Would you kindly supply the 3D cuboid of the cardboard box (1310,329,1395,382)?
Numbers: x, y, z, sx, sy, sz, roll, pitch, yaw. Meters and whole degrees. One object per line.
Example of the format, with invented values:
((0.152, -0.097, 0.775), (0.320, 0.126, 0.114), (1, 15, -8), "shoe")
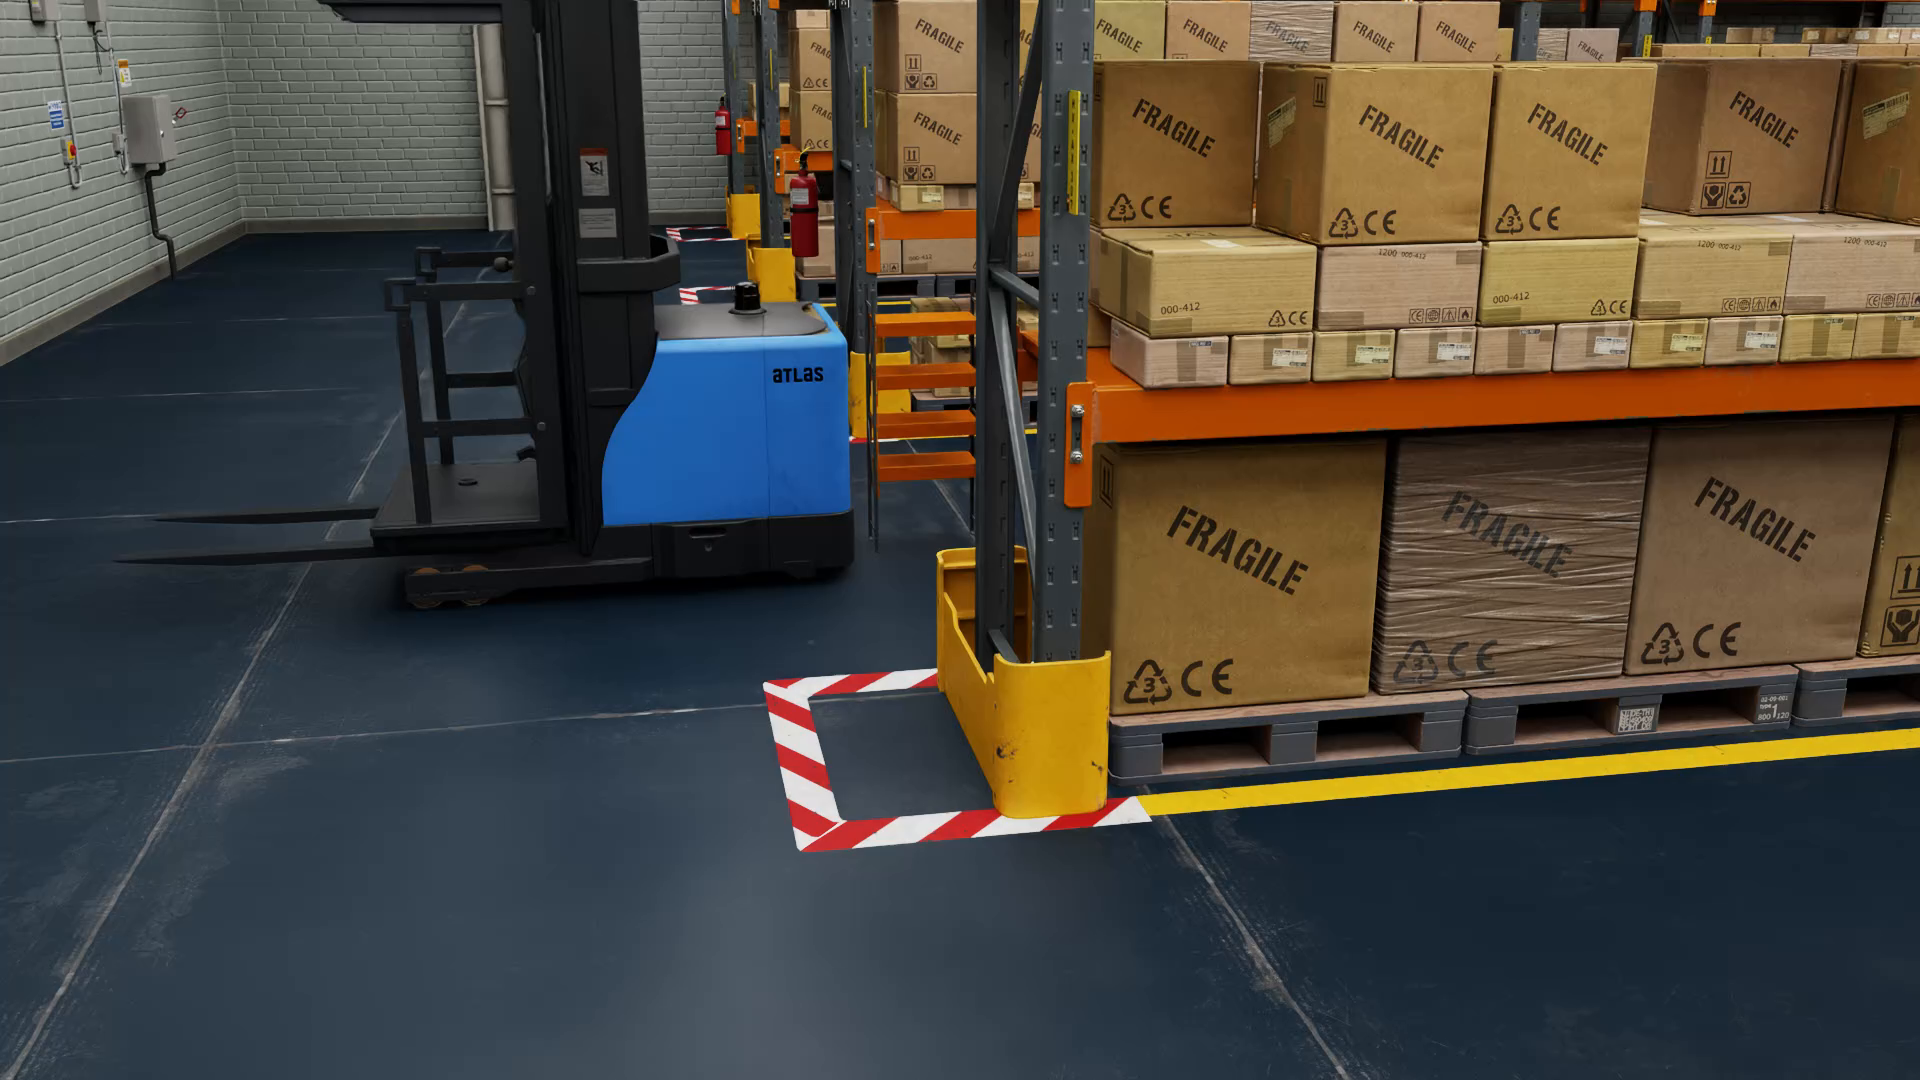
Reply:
((1.123, -0.595, 5.070), (0.250, 0.149, 0.380), (-4, 17, -12), "cardboard box")

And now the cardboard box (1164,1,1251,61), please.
((1.367, -2.896, 9.751), (0.500, 0.500, 0.500), (-4, 17, -12), "cardboard box")

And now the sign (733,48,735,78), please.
((-2.513, -5.307, 18.506), (0.005, 0.325, 0.100), (-3, 17, -10), "sign")

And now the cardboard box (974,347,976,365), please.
((0.210, -1.132, 10.021), (0.250, 0.149, 0.380), (-3, 17, -11), "cardboard box")

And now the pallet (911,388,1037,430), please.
((0.246, -0.904, 10.394), (1.213, 0.211, 1.003), (-3, 17, -10), "pallet")

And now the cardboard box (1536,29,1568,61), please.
((5.224, -4.455, 15.334), (0.500, 0.500, 0.500), (-3, 17, -9), "cardboard box")

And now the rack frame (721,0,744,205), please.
((-2.616, -5.049, 19.143), (0.127, 3.000, 1.000), (-3, 17, -10), "rack frame")

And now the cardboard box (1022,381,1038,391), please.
((0.427, -1.026, 10.184), (0.250, 0.149, 0.380), (-3, 17, -10), "cardboard box")

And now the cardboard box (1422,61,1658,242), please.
((1.730, -1.198, 5.076), (0.500, 0.500, 0.500), (-4, 17, -12), "cardboard box")

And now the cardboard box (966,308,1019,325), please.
((0.194, -1.301, 10.066), (0.250, 0.149, 0.380), (-3, 17, -9), "cardboard box")

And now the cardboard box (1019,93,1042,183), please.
((0.381, -2.370, 9.742), (0.500, 0.500, 0.500), (-3, 17, -10), "cardboard box")

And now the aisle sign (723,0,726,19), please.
((-2.627, -6.204, 18.473), (0.004, 0.787, 0.394), (-3, 17, -10), "aisle sign")

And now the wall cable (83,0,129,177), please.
((-7.483, -4.192, 14.620), (0.122, 1.984, 0.588), (-3, 17, -10), "wall cable")

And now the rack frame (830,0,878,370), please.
((-0.633, -2.197, 9.857), (0.127, 3.000, 1.000), (-3, 17, -10), "rack frame")

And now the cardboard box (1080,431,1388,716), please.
((0.822, -0.006, 5.625), (0.875, 0.875, 0.875), (-3, 17, -10), "cardboard box")

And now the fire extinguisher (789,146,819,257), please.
((-0.967, -2.101, 10.311), (0.183, 0.674, 0.296), (-3, 17, -10), "fire extinguisher")

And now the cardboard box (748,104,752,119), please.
((-2.342, -5.025, 19.492), (0.250, 0.149, 0.380), (-3, 17, -11), "cardboard box")

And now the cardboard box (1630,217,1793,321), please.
((2.246, -0.870, 5.283), (0.500, 0.250, 0.500), (-4, 17, -12), "cardboard box")

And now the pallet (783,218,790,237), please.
((-1.759, -3.765, 19.711), (1.213, 0.211, 1.003), (-3, 17, -10), "pallet")

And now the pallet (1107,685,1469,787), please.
((0.979, 0.504, 5.811), (1.213, 0.211, 1.003), (-3, 17, -10), "pallet")

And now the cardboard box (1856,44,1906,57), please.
((8.707, -4.531, 16.063), (0.500, 0.500, 0.500), (-3, 17, -9), "cardboard box")

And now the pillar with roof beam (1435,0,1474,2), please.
((7.164, -7.454, 16.754), (0.400, 9.000, 9.100), (-3, 17, -10), "pillar with roof beam")

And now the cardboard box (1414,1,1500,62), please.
((2.885, -2.984, 10.038), (0.500, 0.500, 0.500), (-4, 17, -12), "cardboard box")

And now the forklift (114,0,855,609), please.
((-2.030, -1.285, 7.004), (3.031, 2.935, 1.130), (-3, 17, -11), "forklift")

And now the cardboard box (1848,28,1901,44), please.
((8.762, -4.833, 15.941), (0.250, 0.149, 0.380), (-4, 18, -13), "cardboard box")

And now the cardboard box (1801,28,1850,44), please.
((8.535, -4.973, 16.398), (0.250, 0.149, 0.380), (-2, 17, -7), "cardboard box")

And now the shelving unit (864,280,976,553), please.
((-0.163, -0.564, 7.606), (0.503, 1.200, 0.258), (-3, 17, -10), "shelving unit")

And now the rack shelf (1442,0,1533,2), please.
((1.331, -3.399, 9.885), (4.000, 0.370, 1.077), (-3, 17, -10), "rack shelf")

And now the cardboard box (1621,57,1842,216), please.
((2.623, -1.405, 5.749), (0.500, 0.500, 0.500), (-4, 17, -12), "cardboard box")

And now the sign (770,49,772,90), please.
((-1.571, -3.910, 13.824), (0.005, 0.325, 0.100), (-3, 17, -10), "sign")

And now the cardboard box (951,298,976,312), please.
((0.097, -1.420, 10.452), (0.250, 0.149, 0.380), (-3, 17, -9), "cardboard box")

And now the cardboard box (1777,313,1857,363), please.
((2.638, -0.681, 5.350), (0.250, 0.149, 0.380), (-4, 17, -11), "cardboard box")

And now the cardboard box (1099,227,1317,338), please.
((0.732, -0.781, 4.995), (0.500, 0.250, 0.500), (-4, 17, -12), "cardboard box")

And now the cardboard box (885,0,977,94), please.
((-0.141, -2.814, 9.484), (0.500, 0.500, 0.500), (-3, 17, -11), "cardboard box")

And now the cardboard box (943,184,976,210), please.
((-0.010, -2.027, 9.730), (0.250, 0.149, 0.380), (-3, 17, -8), "cardboard box")

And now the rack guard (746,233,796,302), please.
((-1.694, -2.422, 14.847), (0.348, 0.500, 1.175), (-3, 17, -10), "rack guard")

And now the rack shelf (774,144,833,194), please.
((0.293, -3.386, 14.953), (4.000, 0.370, 1.077), (-3, 17, -10), "rack shelf")

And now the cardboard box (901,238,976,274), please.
((-0.145, -2.714, 15.187), (0.875, 0.438, 0.875), (-3, 17, -9), "cardboard box")

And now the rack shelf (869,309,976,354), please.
((-0.163, -0.940, 7.490), (0.480, 0.148, 0.258), (-3, 17, -10), "rack shelf")

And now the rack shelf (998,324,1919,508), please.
((2.173, -0.529, 5.652), (4.000, 0.370, 1.077), (-3, 17, -10), "rack shelf")

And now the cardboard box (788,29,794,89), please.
((-1.243, -4.240, 14.634), (0.500, 0.500, 0.500), (-3, 17, -9), "cardboard box")

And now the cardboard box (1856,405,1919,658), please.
((3.473, -0.156, 6.114), (0.875, 0.875, 0.875), (-3, 17, -10), "cardboard box")

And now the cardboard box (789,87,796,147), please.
((-1.247, -3.770, 14.806), (0.500, 0.500, 0.500), (-3, 17, -10), "cardboard box")

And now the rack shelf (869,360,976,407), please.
((-0.163, -0.714, 7.560), (0.480, 0.148, 0.258), (-3, 17, -10), "rack shelf")

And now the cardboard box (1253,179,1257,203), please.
((1.774, -2.143, 10.109), (0.250, 0.149, 0.380), (-4, 17, -11), "cardboard box")

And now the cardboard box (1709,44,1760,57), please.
((7.180, -4.444, 15.781), (0.500, 0.500, 0.500), (-2, 17, -8), "cardboard box")

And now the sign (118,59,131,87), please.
((-7.651, -4.279, 15.227), (0.001, 0.242, 0.339), (-3, 17, -10), "sign")

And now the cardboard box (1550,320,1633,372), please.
((1.882, -0.639, 5.210), (0.250, 0.149, 0.380), (-3, 17, -11), "cardboard box")

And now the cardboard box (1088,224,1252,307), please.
((0.635, -0.936, 5.499), (0.500, 0.250, 0.500), (-4, 17, -11), "cardboard box")

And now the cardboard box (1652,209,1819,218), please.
((2.629, -1.048, 5.863), (0.500, 0.250, 0.500), (-3, 17, -9), "cardboard box")

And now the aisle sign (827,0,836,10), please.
((-0.761, -3.522, 9.744), (0.004, 0.787, 0.394), (-3, 17, -10), "aisle sign")
